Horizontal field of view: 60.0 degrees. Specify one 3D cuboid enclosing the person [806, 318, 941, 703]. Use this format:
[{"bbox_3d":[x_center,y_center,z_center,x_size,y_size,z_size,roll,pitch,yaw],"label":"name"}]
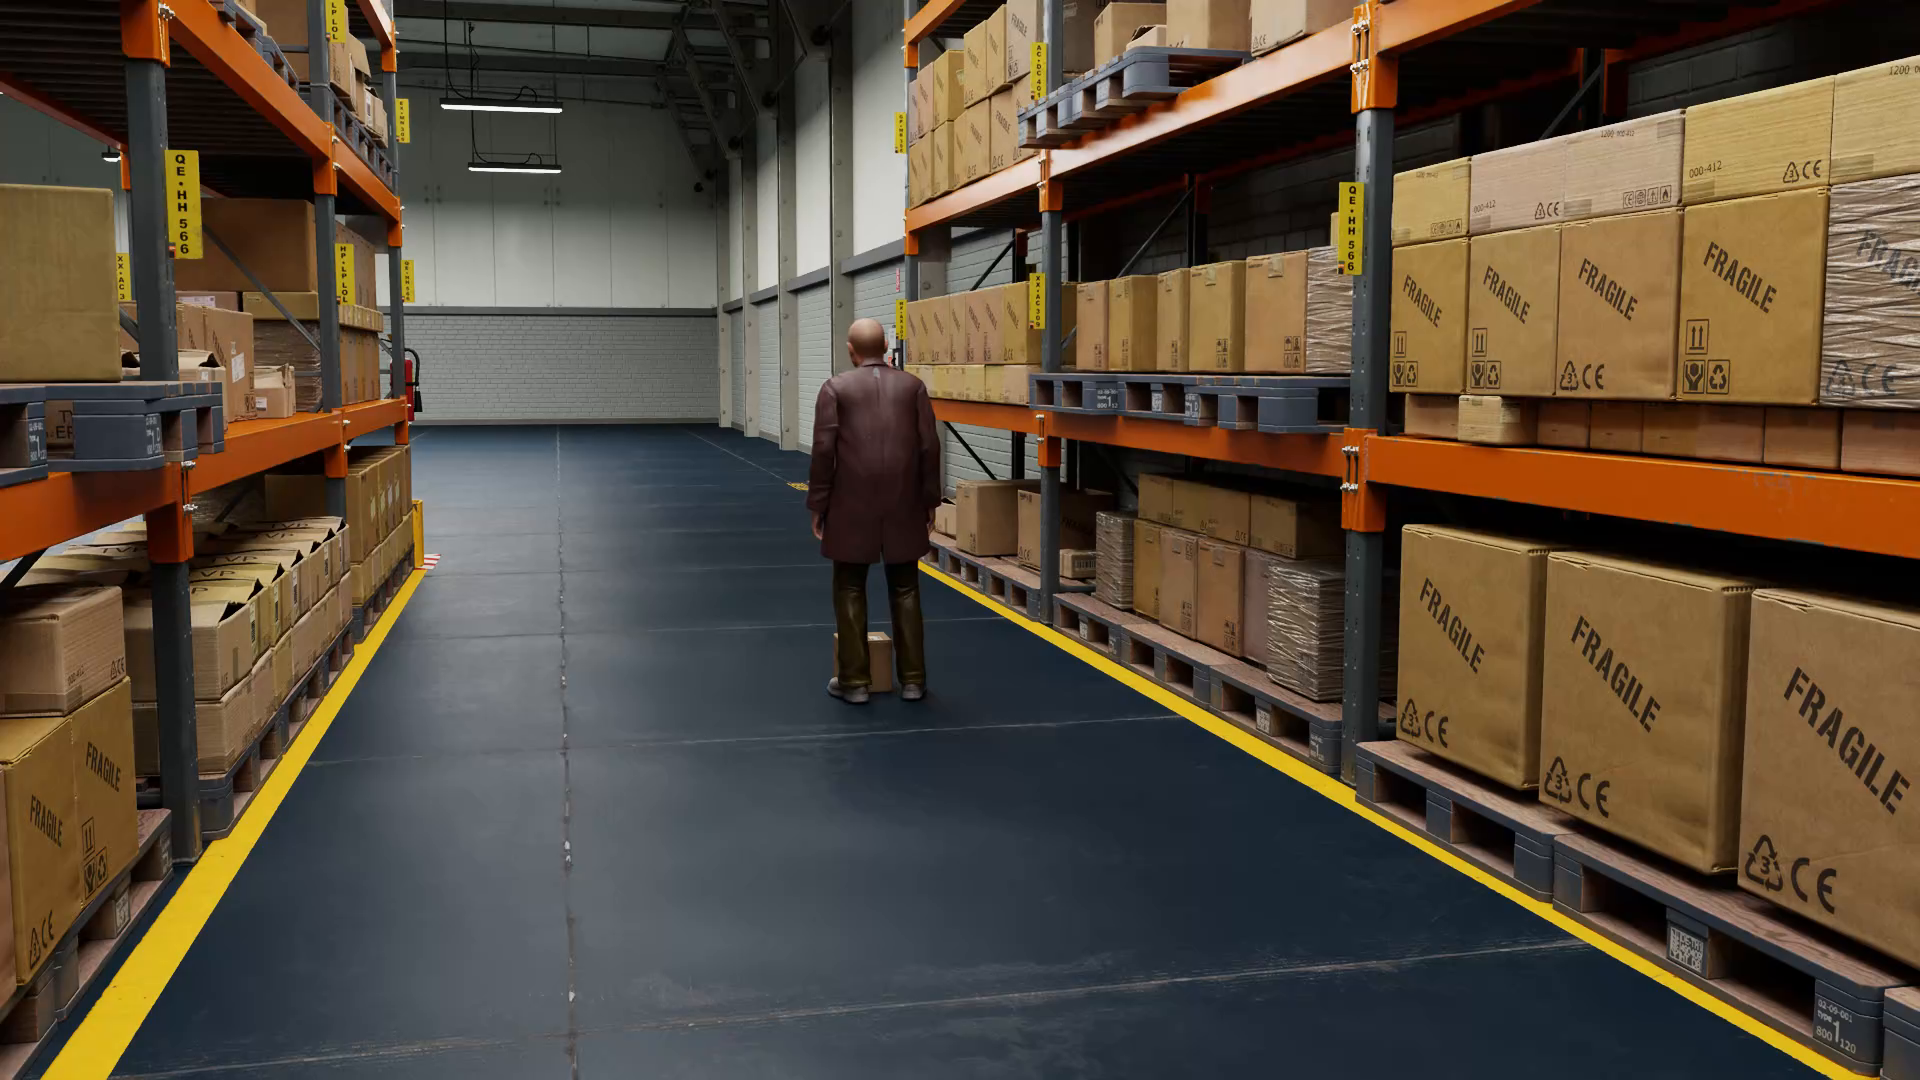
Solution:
[{"bbox_3d":[-0.398,-0.141,7.735,0.641,1.773,0.424,-2,6,-15],"label":"person"}]
